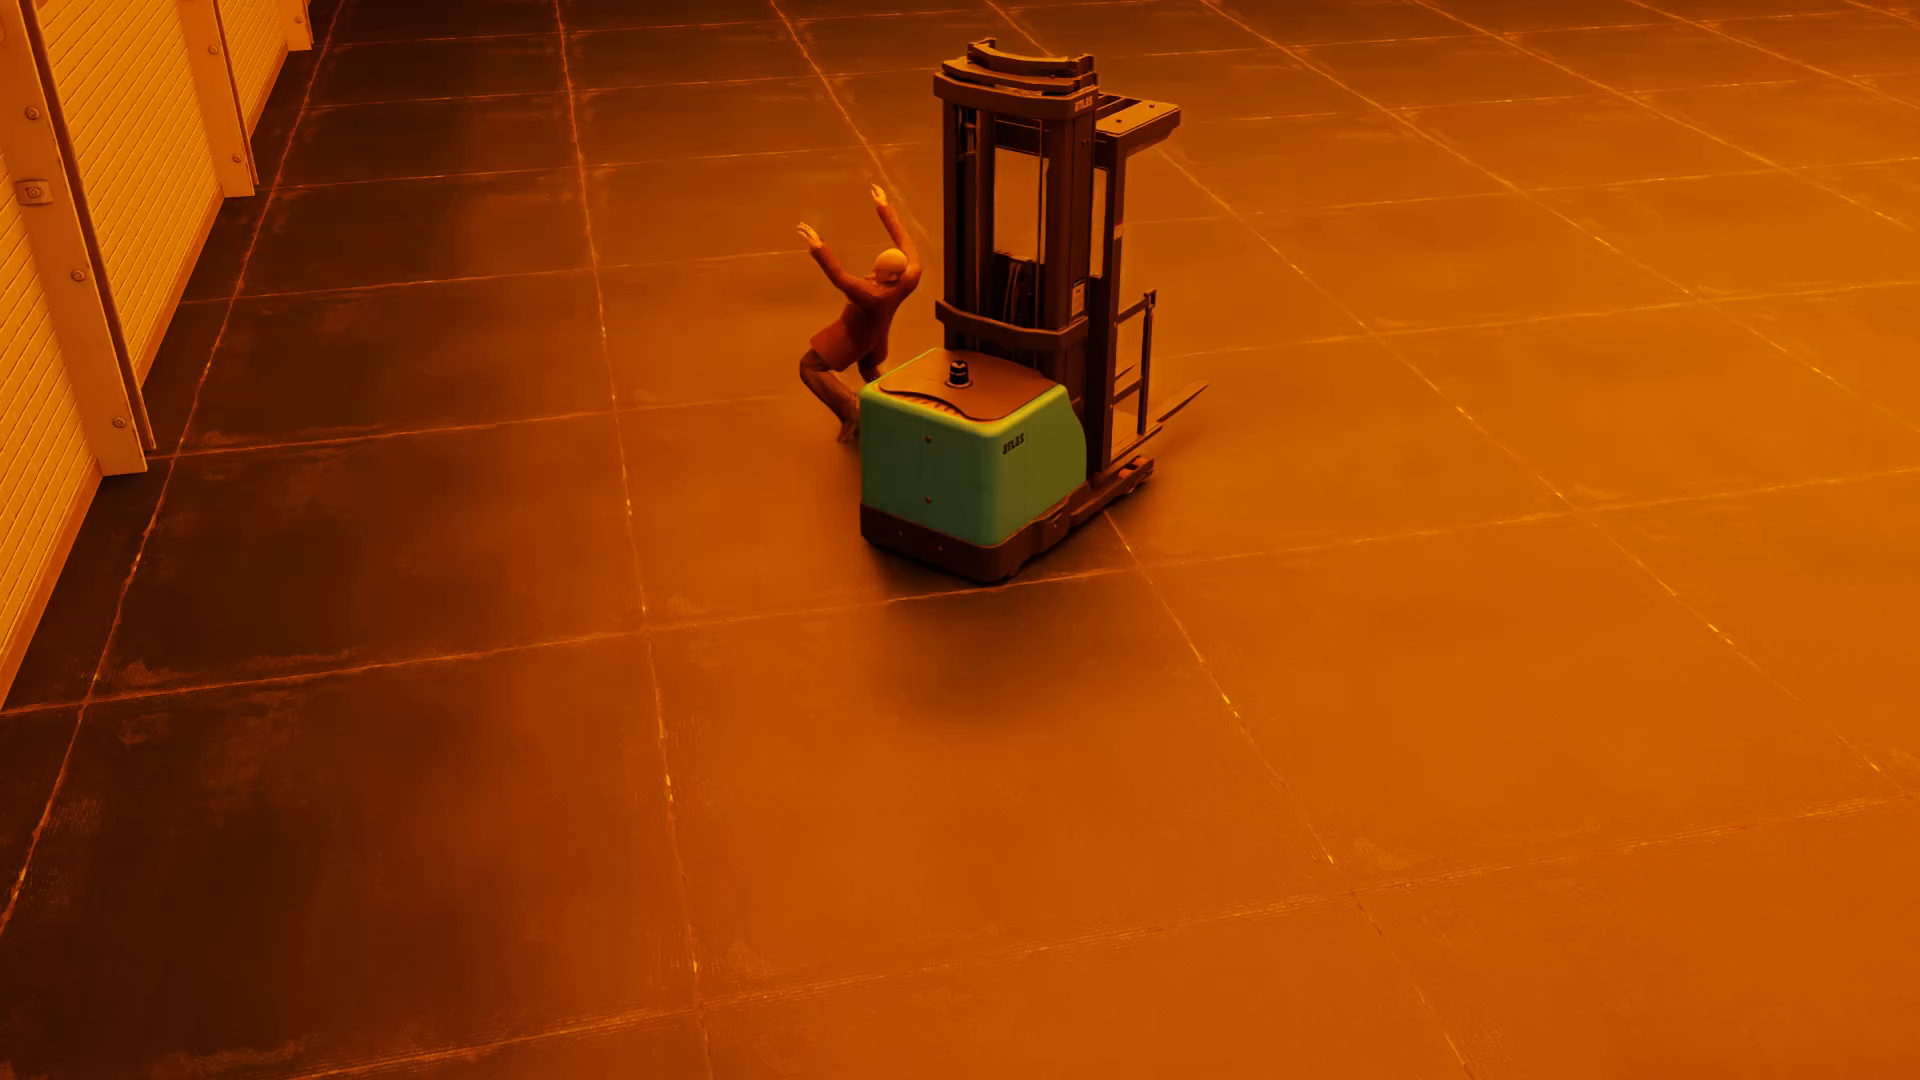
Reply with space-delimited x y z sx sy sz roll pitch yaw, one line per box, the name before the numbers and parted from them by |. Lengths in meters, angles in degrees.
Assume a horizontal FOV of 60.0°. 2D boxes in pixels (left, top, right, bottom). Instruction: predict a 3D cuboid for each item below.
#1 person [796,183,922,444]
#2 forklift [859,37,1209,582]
person | -0.674 -1.459 11.376 0.768 1.693 1.011 23 37 34
forklift | 0.645 -1.702 10.515 1.130 2.935 3.031 20 35 30
